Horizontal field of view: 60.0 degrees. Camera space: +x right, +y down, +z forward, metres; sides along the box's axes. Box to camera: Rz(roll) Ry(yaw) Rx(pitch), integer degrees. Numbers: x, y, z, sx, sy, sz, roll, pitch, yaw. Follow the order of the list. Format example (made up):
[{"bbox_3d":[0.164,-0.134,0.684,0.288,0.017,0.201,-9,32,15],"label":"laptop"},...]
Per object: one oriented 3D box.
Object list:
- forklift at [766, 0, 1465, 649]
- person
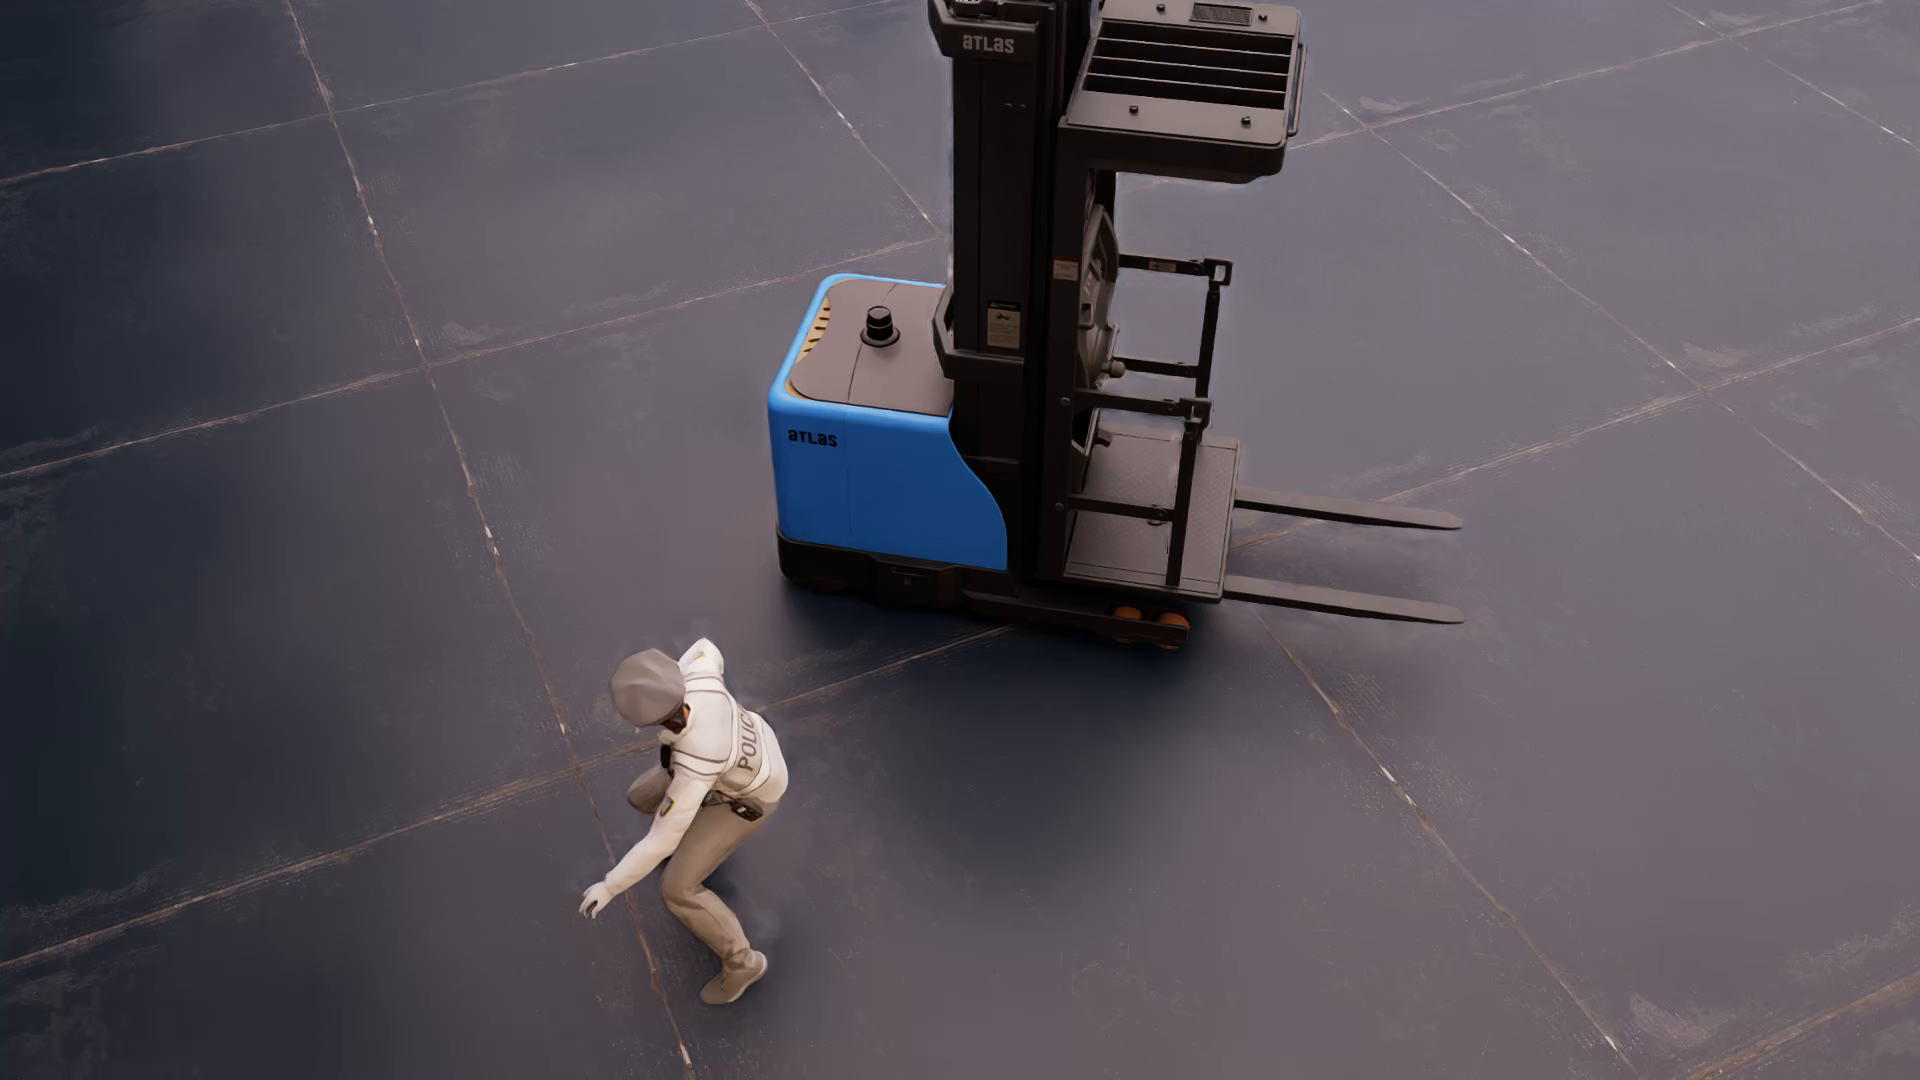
[{"bbox_3d":[0.747,-0.989,6.739,3.031,2.935,1.130,8,44,8],"label":"forklift"},{"bbox_3d":[-0.986,0.922,5.836,0.787,1.450,0.805,-10,44,-11],"label":"person"}]
